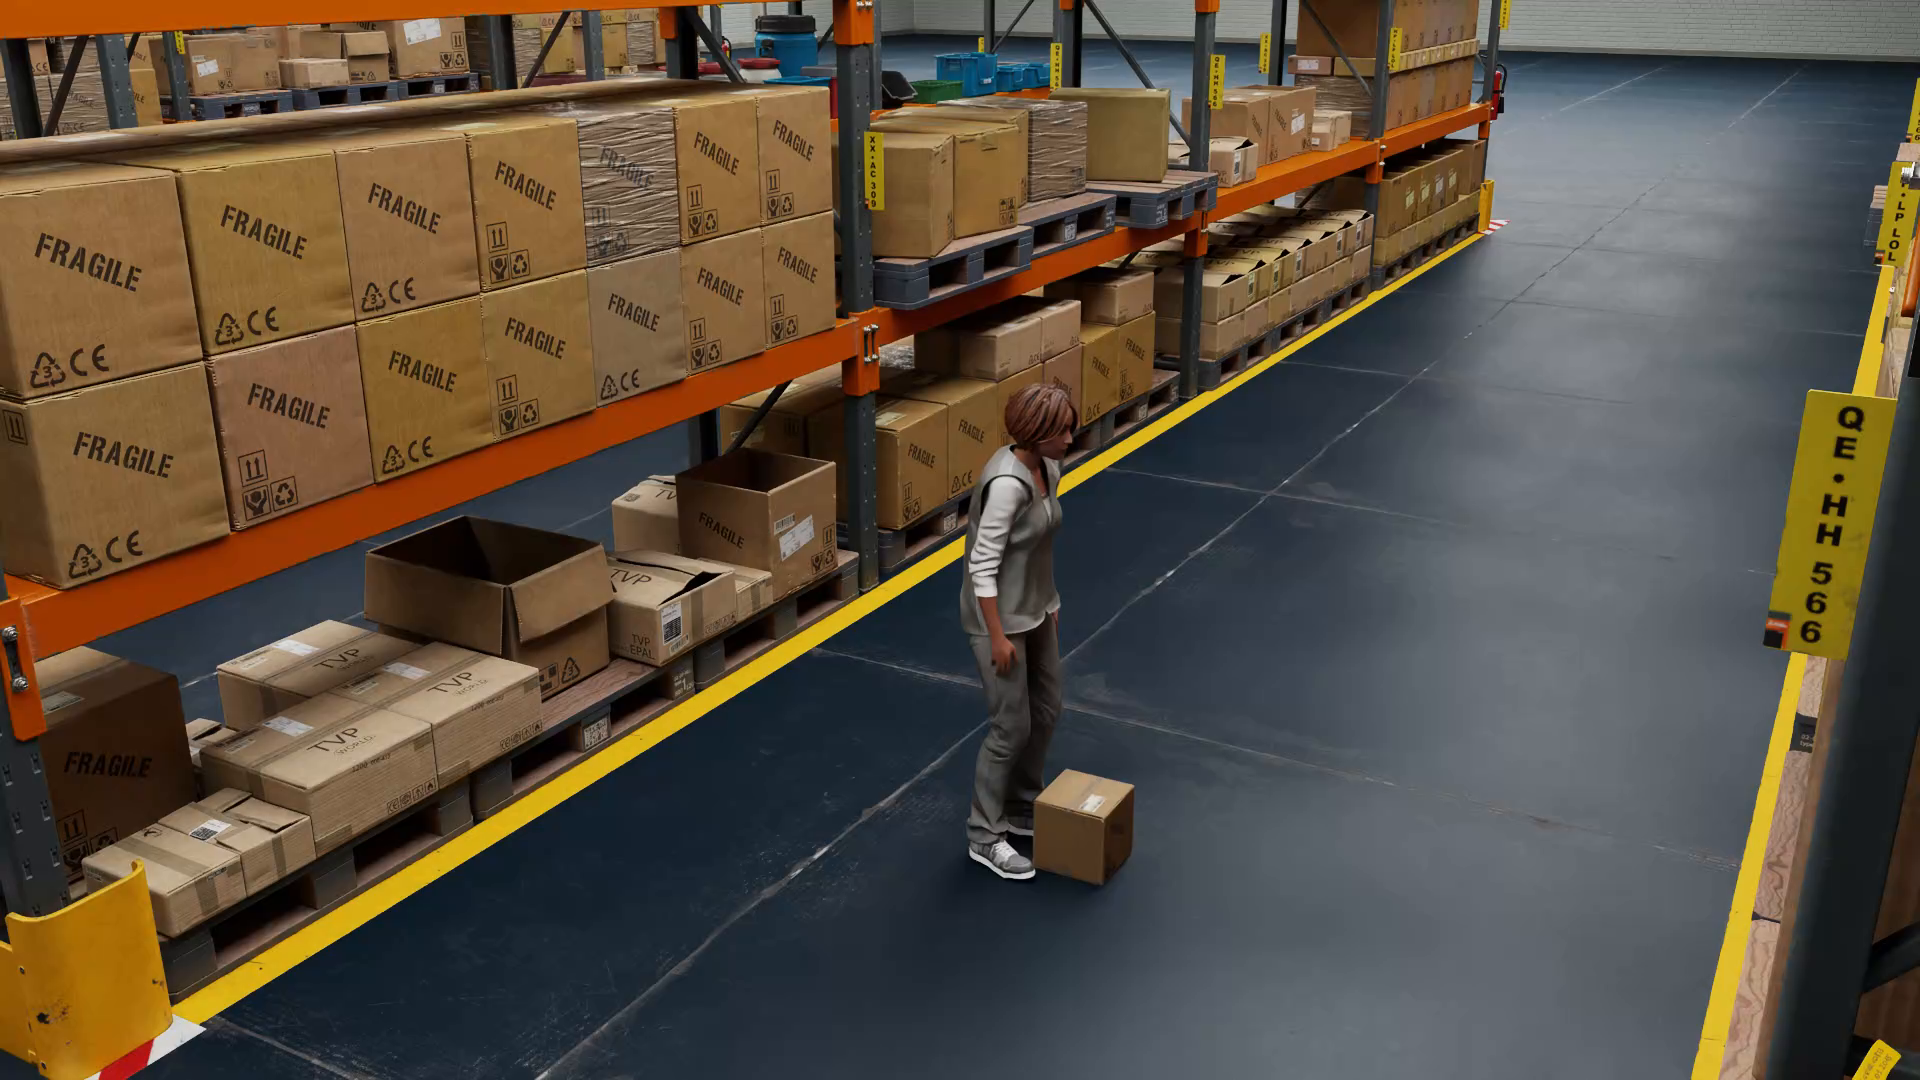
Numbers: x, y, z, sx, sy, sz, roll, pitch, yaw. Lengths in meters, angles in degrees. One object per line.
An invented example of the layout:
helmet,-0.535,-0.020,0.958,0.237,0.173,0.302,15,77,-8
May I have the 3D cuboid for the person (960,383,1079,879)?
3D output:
person,0.199,0.273,5.327,0.376,1.592,0.467,10,22,25
